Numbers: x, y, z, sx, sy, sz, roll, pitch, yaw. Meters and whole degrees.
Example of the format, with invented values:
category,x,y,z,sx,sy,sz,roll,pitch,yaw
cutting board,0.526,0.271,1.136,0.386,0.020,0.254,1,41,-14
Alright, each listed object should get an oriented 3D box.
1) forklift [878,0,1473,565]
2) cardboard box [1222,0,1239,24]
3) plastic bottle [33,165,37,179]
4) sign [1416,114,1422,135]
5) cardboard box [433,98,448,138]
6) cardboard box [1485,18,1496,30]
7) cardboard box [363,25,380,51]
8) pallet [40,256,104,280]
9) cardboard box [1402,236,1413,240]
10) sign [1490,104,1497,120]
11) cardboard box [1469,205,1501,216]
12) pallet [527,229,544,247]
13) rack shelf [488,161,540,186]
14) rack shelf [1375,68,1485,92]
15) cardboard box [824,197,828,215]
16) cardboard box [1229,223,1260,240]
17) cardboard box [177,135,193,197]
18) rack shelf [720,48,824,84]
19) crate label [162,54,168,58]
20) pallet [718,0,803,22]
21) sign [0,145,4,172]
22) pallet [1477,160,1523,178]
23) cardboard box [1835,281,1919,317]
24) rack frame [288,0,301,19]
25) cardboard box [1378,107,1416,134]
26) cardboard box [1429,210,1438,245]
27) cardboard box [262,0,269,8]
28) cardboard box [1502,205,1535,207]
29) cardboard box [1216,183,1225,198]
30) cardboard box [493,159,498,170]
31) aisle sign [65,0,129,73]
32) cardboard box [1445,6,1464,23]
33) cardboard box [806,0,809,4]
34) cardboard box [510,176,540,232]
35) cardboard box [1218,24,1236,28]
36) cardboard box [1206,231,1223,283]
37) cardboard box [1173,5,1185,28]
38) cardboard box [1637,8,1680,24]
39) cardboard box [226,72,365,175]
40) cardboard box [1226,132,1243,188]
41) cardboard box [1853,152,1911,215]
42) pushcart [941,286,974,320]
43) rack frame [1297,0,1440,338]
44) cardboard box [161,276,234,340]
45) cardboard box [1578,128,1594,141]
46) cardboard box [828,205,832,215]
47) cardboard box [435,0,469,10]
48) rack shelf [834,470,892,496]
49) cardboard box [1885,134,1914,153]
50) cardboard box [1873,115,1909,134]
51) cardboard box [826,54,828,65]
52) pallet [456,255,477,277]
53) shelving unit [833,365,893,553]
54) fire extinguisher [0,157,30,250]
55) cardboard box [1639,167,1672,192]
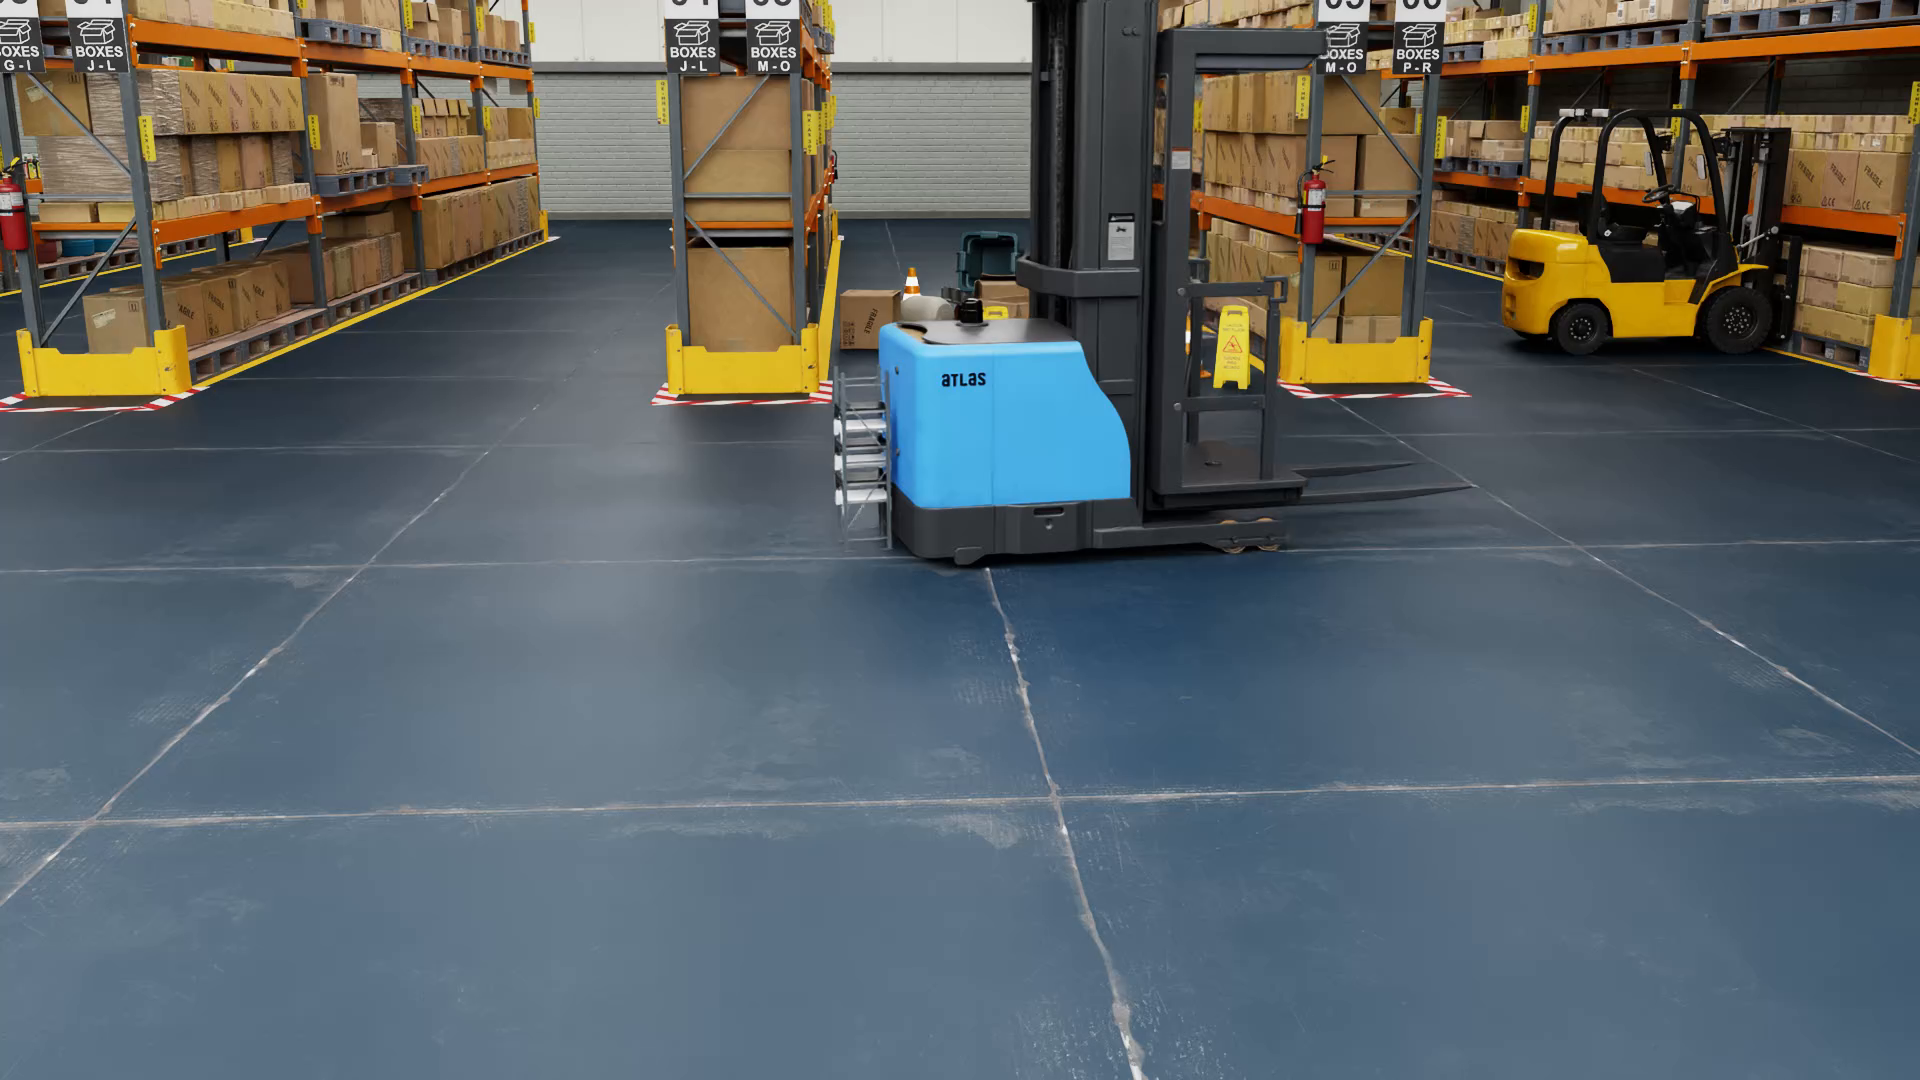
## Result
category,x,y,z,sx,sy,sz,roll,pitch,yaw
forklift,1.143,-1.475,8.378,3.031,2.935,1.130,-4,15,-13
cardboard box,2.780,-5.023,15.713,0.500,0.250,0.500,-1,14,-4
plastic bottle,-11.819,-4.700,21.172,0.097,0.201,0.097,0,14,0
sign,6.902,-6.217,24.931,0.100,0.325,0.005,-1,14,-3
cardboard box,-7.269,-5.628,22.165,0.797,0.503,0.637,0,14,-2
cardboard box,7.294,-6.934,22.340,0.380,0.149,0.250,-1,14,-3
cardboard box,-6.807,-5.600,18.553,0.500,0.250,0.500,0,14,-2
pallet,-12.261,-3.654,22.303,1.003,0.211,1.213,-1,14,-3
cardboard box,7.115,-4.765,25.903,0.380,0.149,0.250,-1,14,-5
sign,7.997,-6.378,24.972,0.100,0.325,0.005,-1,14,-3
cardboard box,7.389,-4.631,23.377,0.380,0.149,0.250,-1,14,-3
pallet,-7.522,-5.024,27.629,1.003,0.211,1.213,-1,14,-3
rack shelf,-7.526,-5.726,26.206,1.077,0.370,4.000,-1,14,-3
rack shelf,7.319,-7.410,26.728,1.077,0.370,4.000,-1,14,-3
cardboard box,-2.128,-4.675,23.347,0.500,0.250,0.500,0,14,-1
cardboard box,2.753,-2.912,15.693,0.380,0.149,0.250,0,14,0
cardboard box,-6.816,-3.045,13.544,0.875,0.500,0.500,-1,14,-3
rack shelf,-2.074,-5.241,18.300,1.077,0.370,4.000,-1,14,-3
crate label,-12.859,-7.642,26.486,0.408,0.251,0.502,-1,14,-3
pallet,-1.758,-4.238,13.138,1.003,0.211,1.213,-1,14,-3
sign,-11.549,-4.595,20.039,0.100,0.325,0.005,-1,14,-3
pallet,7.579,-4.888,21.888,1.213,0.211,1.003,-1,14,-3
cardboard box,7.844,-2.054,14.160,0.500,0.250,0.500,-1,14,-4
rack frame,-6.906,-6.493,15.703,1.000,3.000,0.127,-1,14,-3
cardboard box,7.048,-6.747,26.929,0.500,0.500,0.500,-1,14,-2
cardboard box,7.248,-4.677,24.857,0.500,0.500,0.500,0,14,-1
cardboard box,-6.571,-4.956,15.248,0.380,0.149,0.250,-2,15,-6
cardboard box,7.862,-4.643,23.424,0.380,0.149,0.250,-1,15,-6
cardboard box,2.751,-3.474,16.512,0.380,0.149,0.250,0,14,-2
cardboard box,-7.105,-5.600,24.774,0.380,0.149,0.250,-1,14,-5
aisle sign,-6.355,-3.841,12.218,0.394,0.787,0.004,-1,14,-3
cardboard box,7.113,-7.655,24.271,0.396,0.266,0.258,-1,14,-4
cardboard box,-1.527,-4.820,14.679,0.380,0.149,0.250,-1,14,-4
cardboard box,-7.530,-5.589,27.648,0.875,0.875,0.875,-1,14,-3
cardboard box,2.717,-4.924,16.130,0.380,0.149,0.250,-1,14,-3
cardboard box,2.752,-2.825,16.655,0.500,0.500,0.500,0,14,-1
cardboard box,2.860,-5.859,19.052,0.797,0.503,0.637,-1,14,-3
cardboard box,7.567,-5.670,17.984,0.380,0.149,0.250,-1,14,-4
cardboard box,-6.816,-4.281,17.100,1.000,1.000,1.000,-1,14,-3
cardboard box,2.806,-3.570,15.584,0.500,0.500,0.500,-1,14,-4
cardboard box,7.894,-2.990,13.928,0.500,0.500,0.500,-1,14,-5
pushcart,0.712,-2.423,17.187,1.648,0.377,0.936,-6,16,-23
rack frame,3.232,-2.746,13.179,1.000,3.000,0.127,-1,14,-3
cardboard box,-6.772,-2.045,14.630,0.500,0.500,0.500,0,14,2
cardboard box,7.507,-4.771,19.547,0.380,0.149,0.250,-1,14,-2
cardboard box,-2.281,-5.349,26.982,0.380,0.149,0.250,0,14,-1
cardboard box,-7.454,-7.927,24.548,0.500,0.250,0.500,-2,15,-7
rack shelf,-0.485,-0.287,8.328,0.258,0.077,0.200,-4,15,-13
cardboard box,7.885,-3.268,13.705,0.380,0.149,0.250,-1,14,-3
cardboard box,7.908,-3.477,13.920,0.380,0.149,0.250,-1,14,-3
cardboard box,-2.211,-7.128,24.491,0.500,0.250,0.500,0,14,-1
pallet,-7.200,-3.732,22.607,1.003,0.211,1.213,-1,14,-3
shelving unit,-0.485,-0.406,8.297,0.258,0.900,0.210,-4,15,-13
fire extinguisher,-7.111,-2.520,12.455,0.296,0.674,0.183,-1,14,-3
cardboard box,7.646,-3.867,17.837,0.500,0.250,0.500,-1,14,-2
